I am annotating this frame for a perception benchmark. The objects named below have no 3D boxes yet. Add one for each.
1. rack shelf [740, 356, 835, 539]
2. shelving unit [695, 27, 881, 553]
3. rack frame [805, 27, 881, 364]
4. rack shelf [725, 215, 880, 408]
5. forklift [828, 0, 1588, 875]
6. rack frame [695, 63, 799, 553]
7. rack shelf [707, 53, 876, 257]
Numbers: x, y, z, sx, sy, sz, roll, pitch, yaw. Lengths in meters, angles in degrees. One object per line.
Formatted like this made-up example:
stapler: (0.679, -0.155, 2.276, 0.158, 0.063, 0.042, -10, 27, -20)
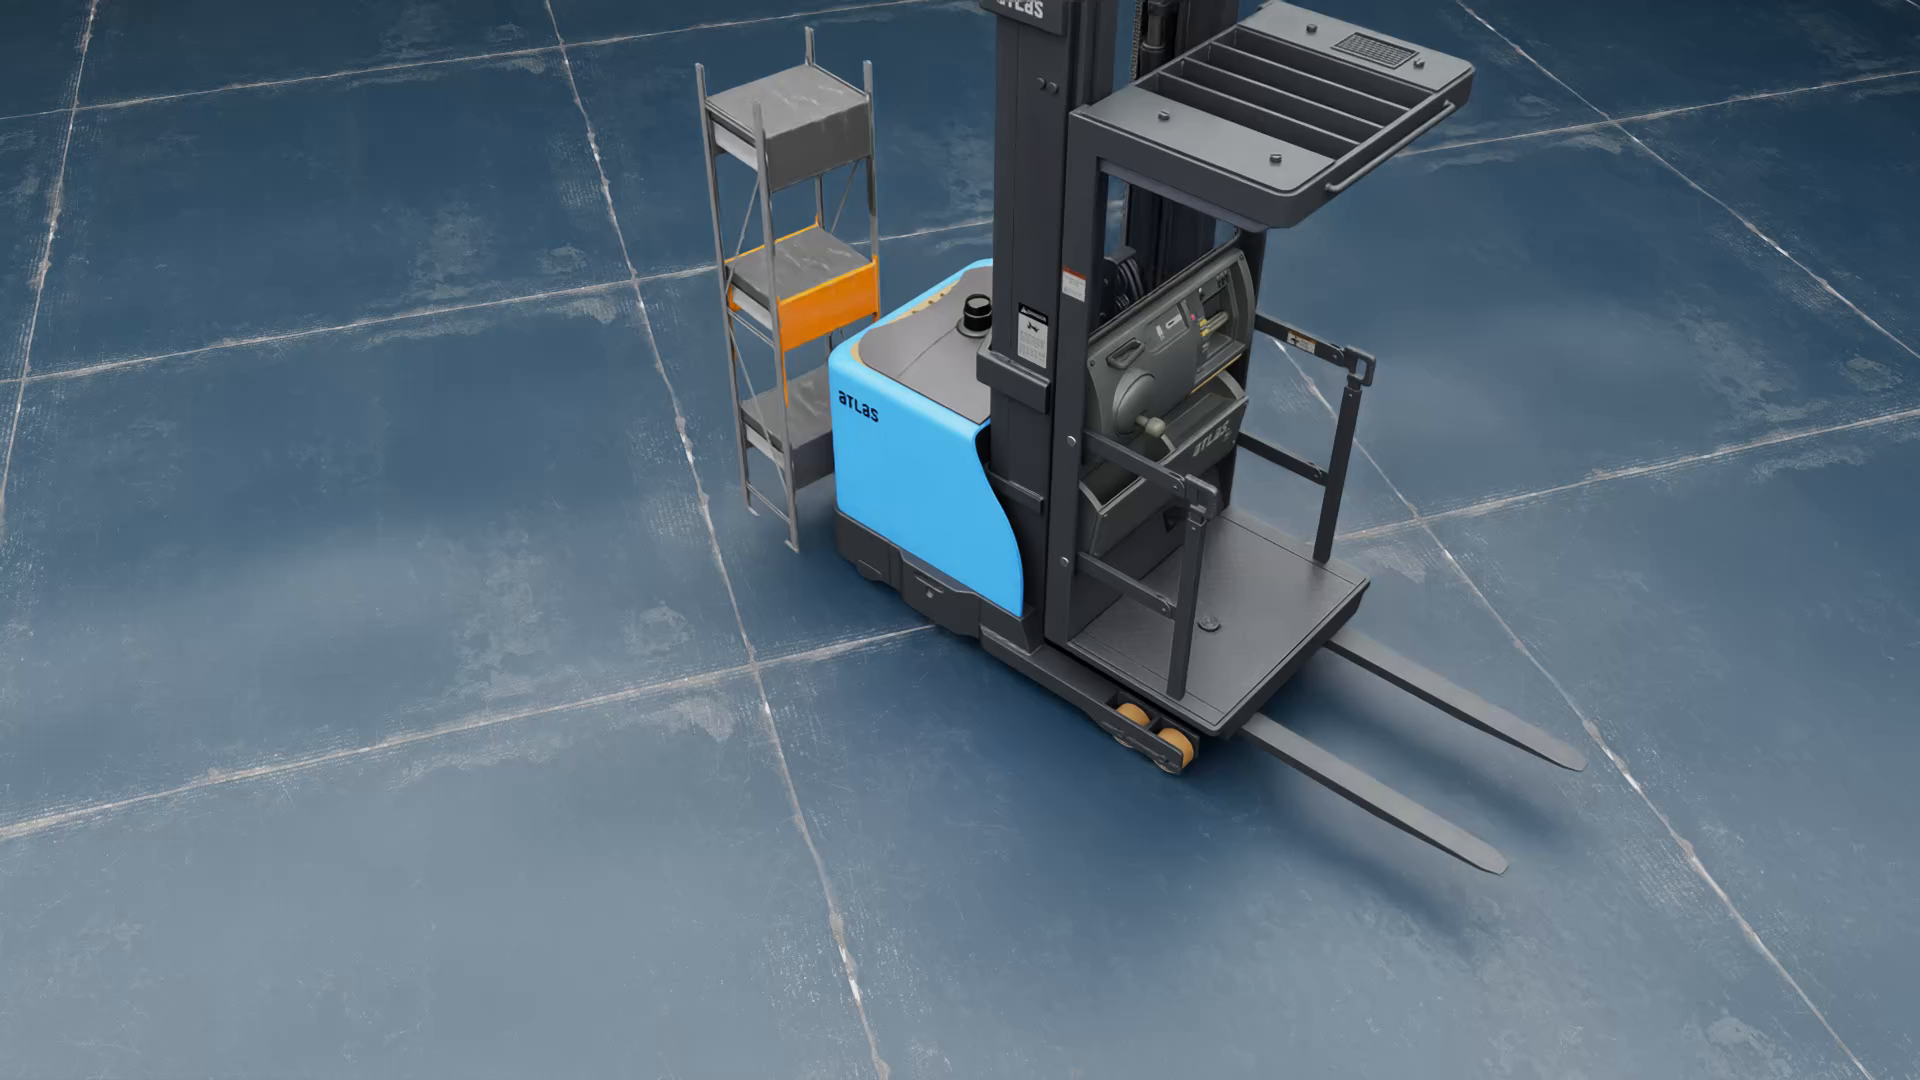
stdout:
rack shelf: (-0.641, -0.403, 7.200, 0.480, 0.518, 0.431, -28, 49, -29)
shelving unit: (-0.641, -0.940, 6.730, 0.503, 2.100, 0.431, -28, 49, -29)
rack frame: (-0.453, -1.042, 6.847, 0.015, 2.100, 0.400, -28, 49, -29)
rack shelf: (-0.641, -0.930, 6.739, 0.480, 0.518, 0.431, -28, 49, -29)
forklift: (0.910, -0.626, 5.738, 3.031, 2.935, 1.130, 30, 49, 30)
rack frame: (-0.829, -0.838, 6.613, 0.015, 2.100, 0.400, -28, 49, -29)
rack shelf: (-0.641, -1.457, 6.279, 0.480, 0.518, 0.431, -28, 49, -29)
